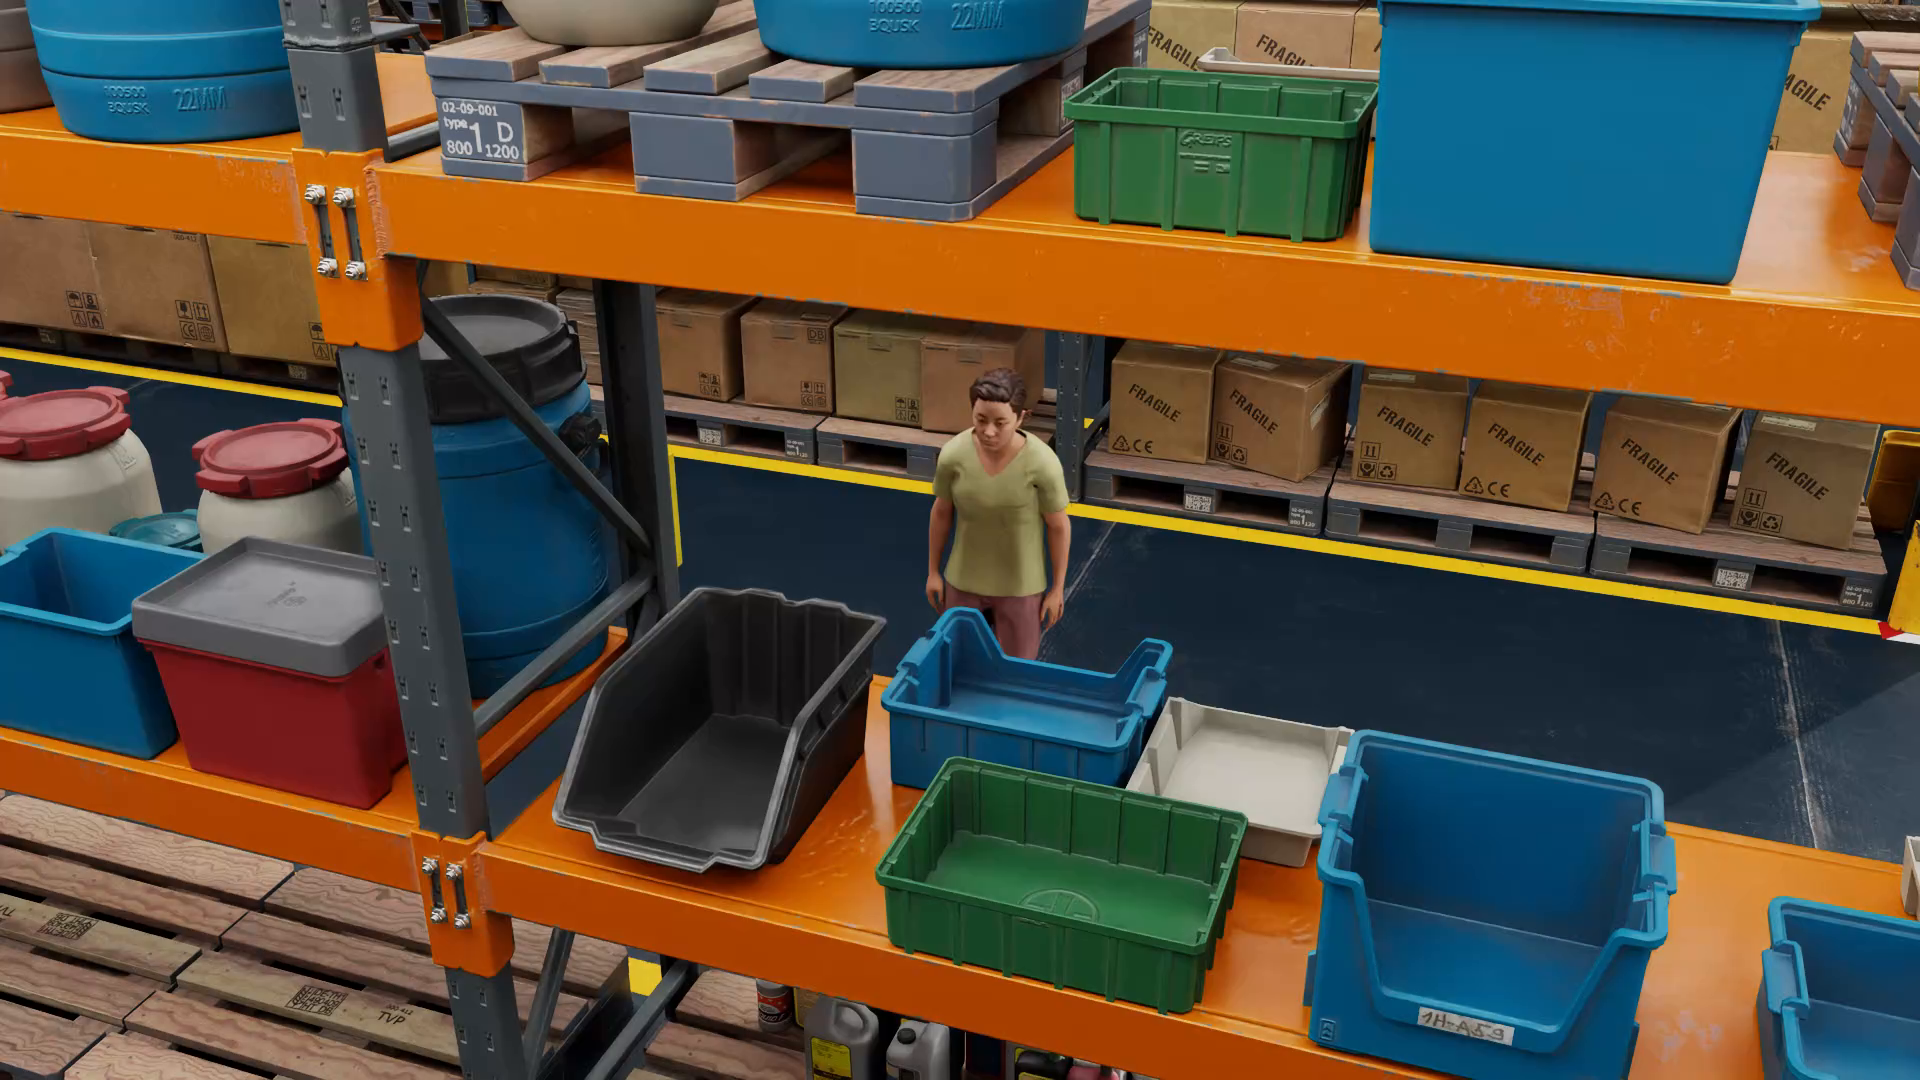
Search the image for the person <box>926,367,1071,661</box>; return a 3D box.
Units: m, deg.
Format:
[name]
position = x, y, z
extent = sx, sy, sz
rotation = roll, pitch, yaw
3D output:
[person]
position = 0.106, 0.192, 5.718
extent = 0.506, 1.671, 0.416
rotation = 7, 27, 15
